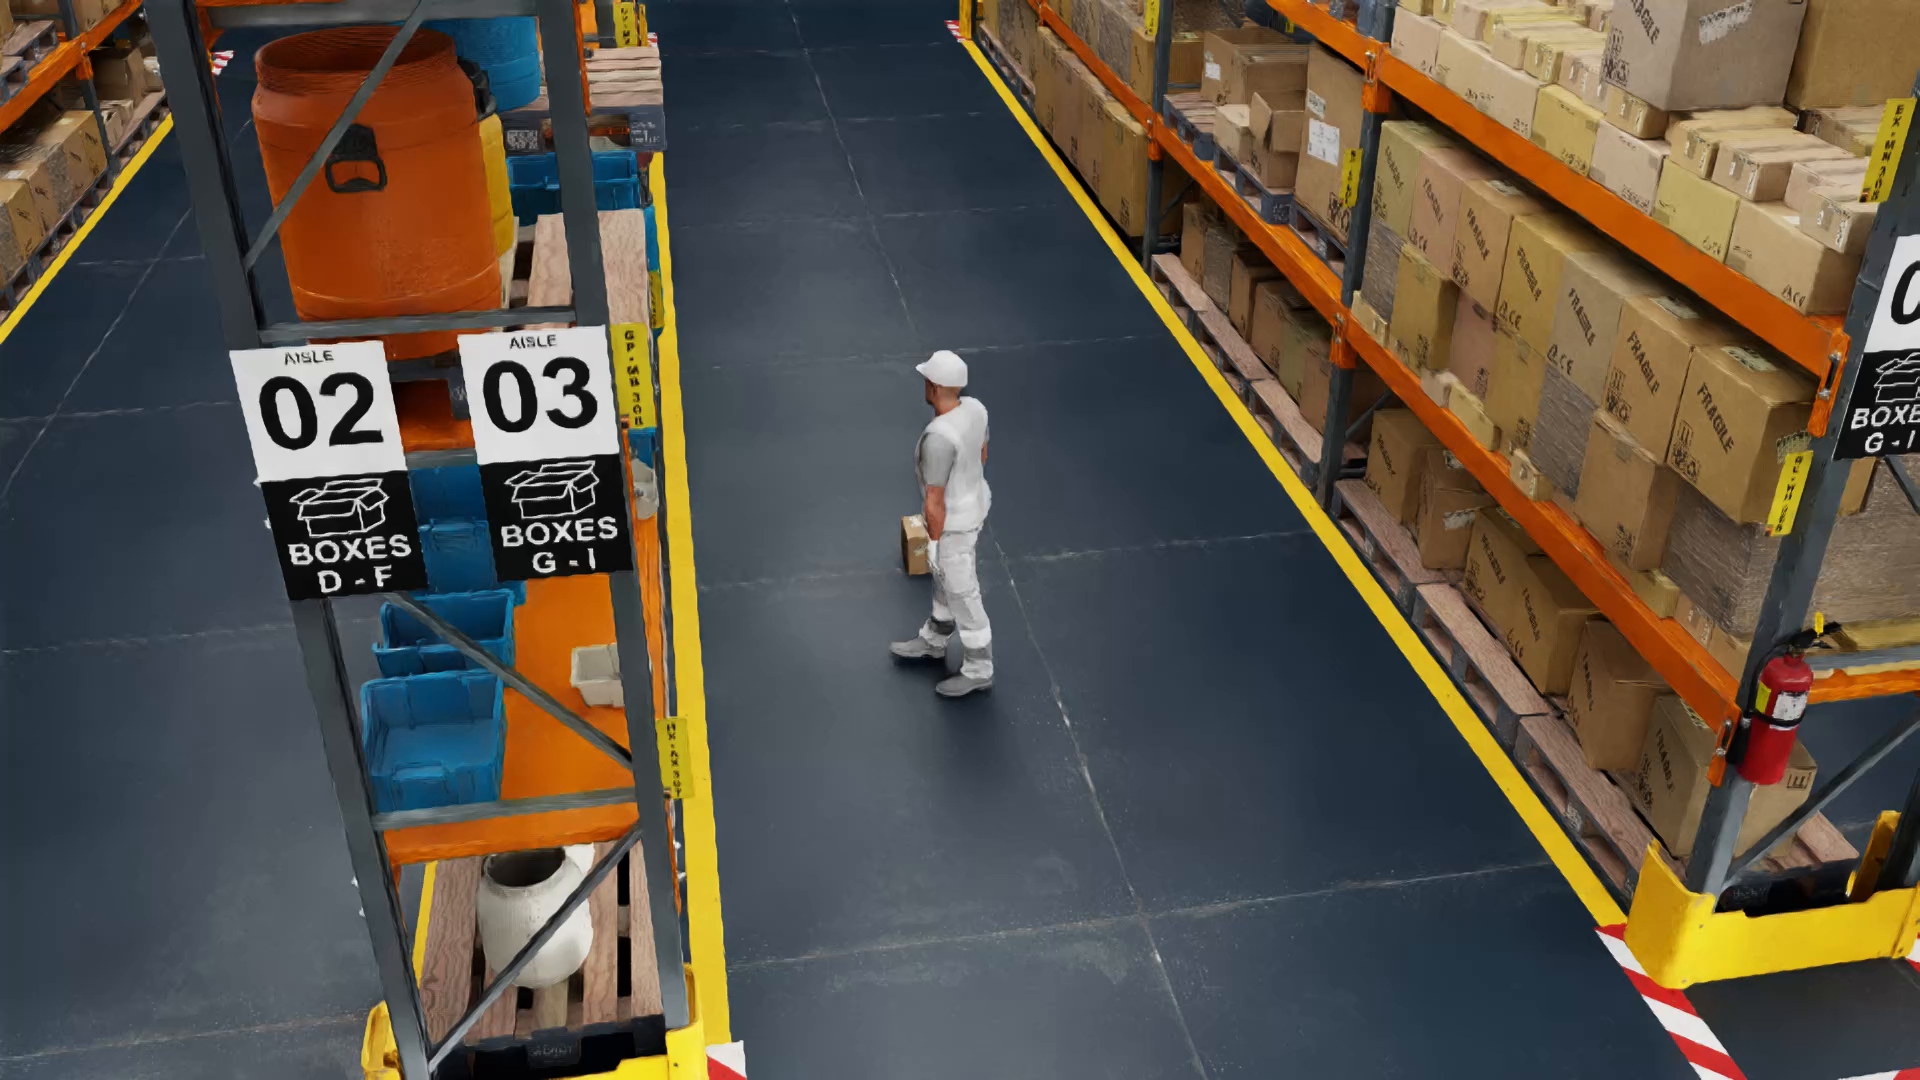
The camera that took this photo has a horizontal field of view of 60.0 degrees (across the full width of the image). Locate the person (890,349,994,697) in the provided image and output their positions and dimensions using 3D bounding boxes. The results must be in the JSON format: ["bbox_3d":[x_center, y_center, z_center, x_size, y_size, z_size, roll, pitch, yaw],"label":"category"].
[{"bbox_3d":[-0.077,-0.114,8.299,0.598,1.788,0.667,9,32,16],"label":"person"}]
